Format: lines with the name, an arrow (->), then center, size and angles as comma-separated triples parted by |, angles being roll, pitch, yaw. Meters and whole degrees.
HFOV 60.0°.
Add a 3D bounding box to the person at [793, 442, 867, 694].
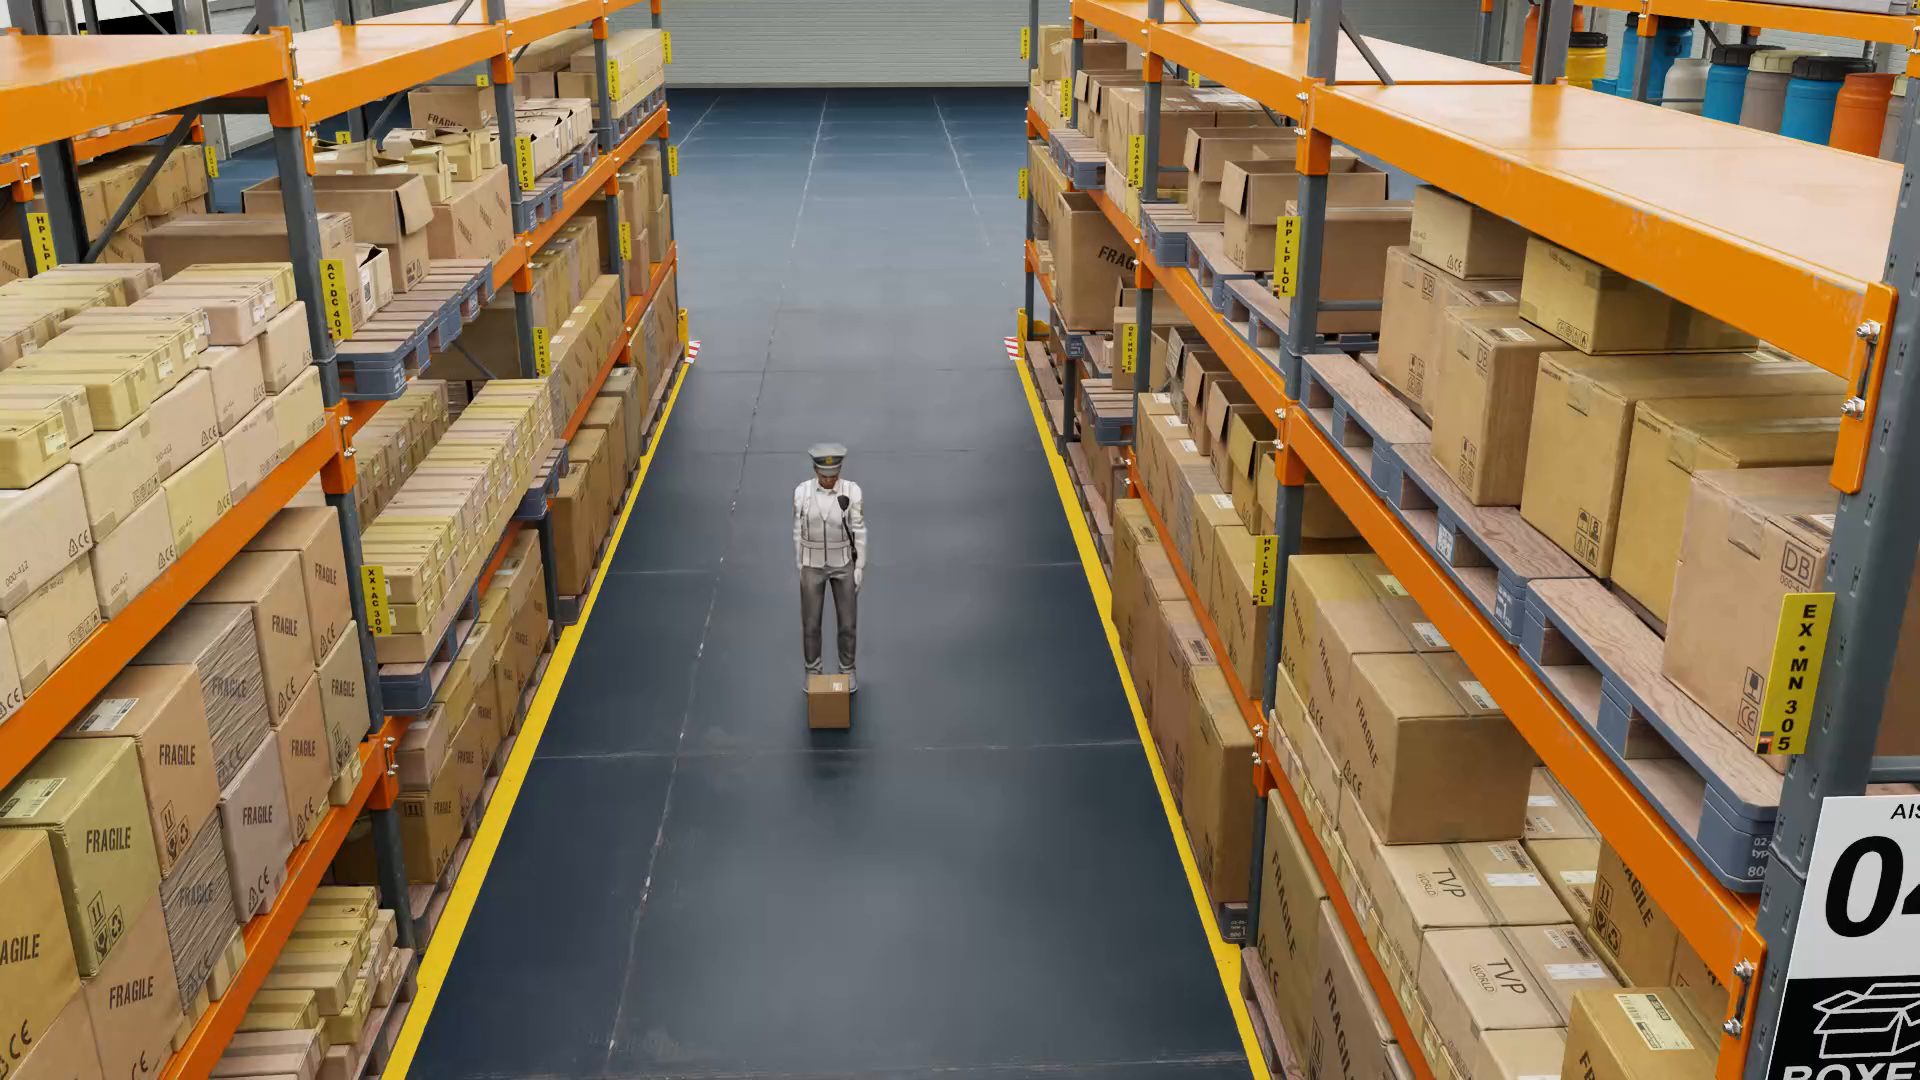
person -> -0.822, 0.183, 10.602 | 0.473, 1.661, 0.326 | -1, 21, -2
